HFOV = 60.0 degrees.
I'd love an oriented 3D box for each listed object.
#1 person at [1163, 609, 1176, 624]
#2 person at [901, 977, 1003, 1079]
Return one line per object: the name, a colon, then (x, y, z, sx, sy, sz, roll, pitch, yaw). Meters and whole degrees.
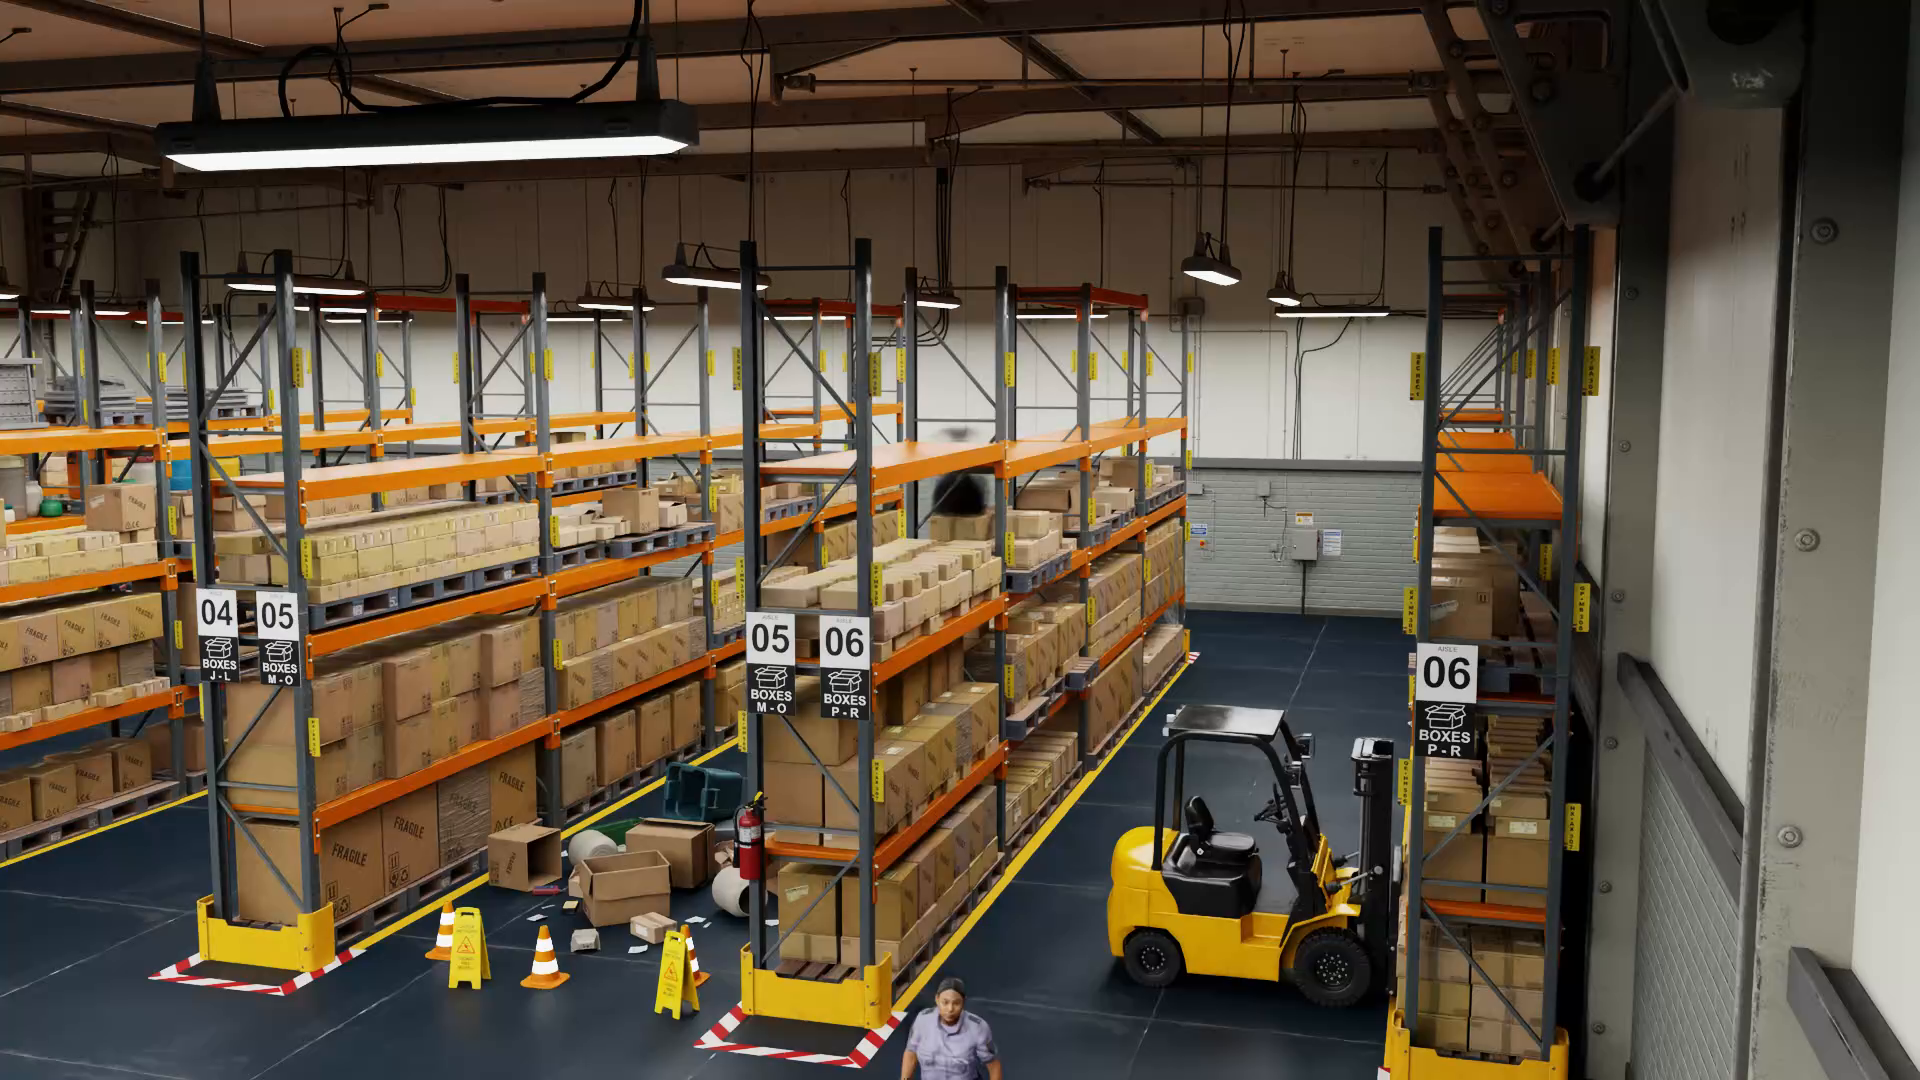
person: (3.772, 0.949, 30.841, 0.573, 1.547, 0.532, -1, 7, -13)
person: (-0.019, 3.288, 9.901, 0.656, 1.575, 0.802, 1, 7, 11)
